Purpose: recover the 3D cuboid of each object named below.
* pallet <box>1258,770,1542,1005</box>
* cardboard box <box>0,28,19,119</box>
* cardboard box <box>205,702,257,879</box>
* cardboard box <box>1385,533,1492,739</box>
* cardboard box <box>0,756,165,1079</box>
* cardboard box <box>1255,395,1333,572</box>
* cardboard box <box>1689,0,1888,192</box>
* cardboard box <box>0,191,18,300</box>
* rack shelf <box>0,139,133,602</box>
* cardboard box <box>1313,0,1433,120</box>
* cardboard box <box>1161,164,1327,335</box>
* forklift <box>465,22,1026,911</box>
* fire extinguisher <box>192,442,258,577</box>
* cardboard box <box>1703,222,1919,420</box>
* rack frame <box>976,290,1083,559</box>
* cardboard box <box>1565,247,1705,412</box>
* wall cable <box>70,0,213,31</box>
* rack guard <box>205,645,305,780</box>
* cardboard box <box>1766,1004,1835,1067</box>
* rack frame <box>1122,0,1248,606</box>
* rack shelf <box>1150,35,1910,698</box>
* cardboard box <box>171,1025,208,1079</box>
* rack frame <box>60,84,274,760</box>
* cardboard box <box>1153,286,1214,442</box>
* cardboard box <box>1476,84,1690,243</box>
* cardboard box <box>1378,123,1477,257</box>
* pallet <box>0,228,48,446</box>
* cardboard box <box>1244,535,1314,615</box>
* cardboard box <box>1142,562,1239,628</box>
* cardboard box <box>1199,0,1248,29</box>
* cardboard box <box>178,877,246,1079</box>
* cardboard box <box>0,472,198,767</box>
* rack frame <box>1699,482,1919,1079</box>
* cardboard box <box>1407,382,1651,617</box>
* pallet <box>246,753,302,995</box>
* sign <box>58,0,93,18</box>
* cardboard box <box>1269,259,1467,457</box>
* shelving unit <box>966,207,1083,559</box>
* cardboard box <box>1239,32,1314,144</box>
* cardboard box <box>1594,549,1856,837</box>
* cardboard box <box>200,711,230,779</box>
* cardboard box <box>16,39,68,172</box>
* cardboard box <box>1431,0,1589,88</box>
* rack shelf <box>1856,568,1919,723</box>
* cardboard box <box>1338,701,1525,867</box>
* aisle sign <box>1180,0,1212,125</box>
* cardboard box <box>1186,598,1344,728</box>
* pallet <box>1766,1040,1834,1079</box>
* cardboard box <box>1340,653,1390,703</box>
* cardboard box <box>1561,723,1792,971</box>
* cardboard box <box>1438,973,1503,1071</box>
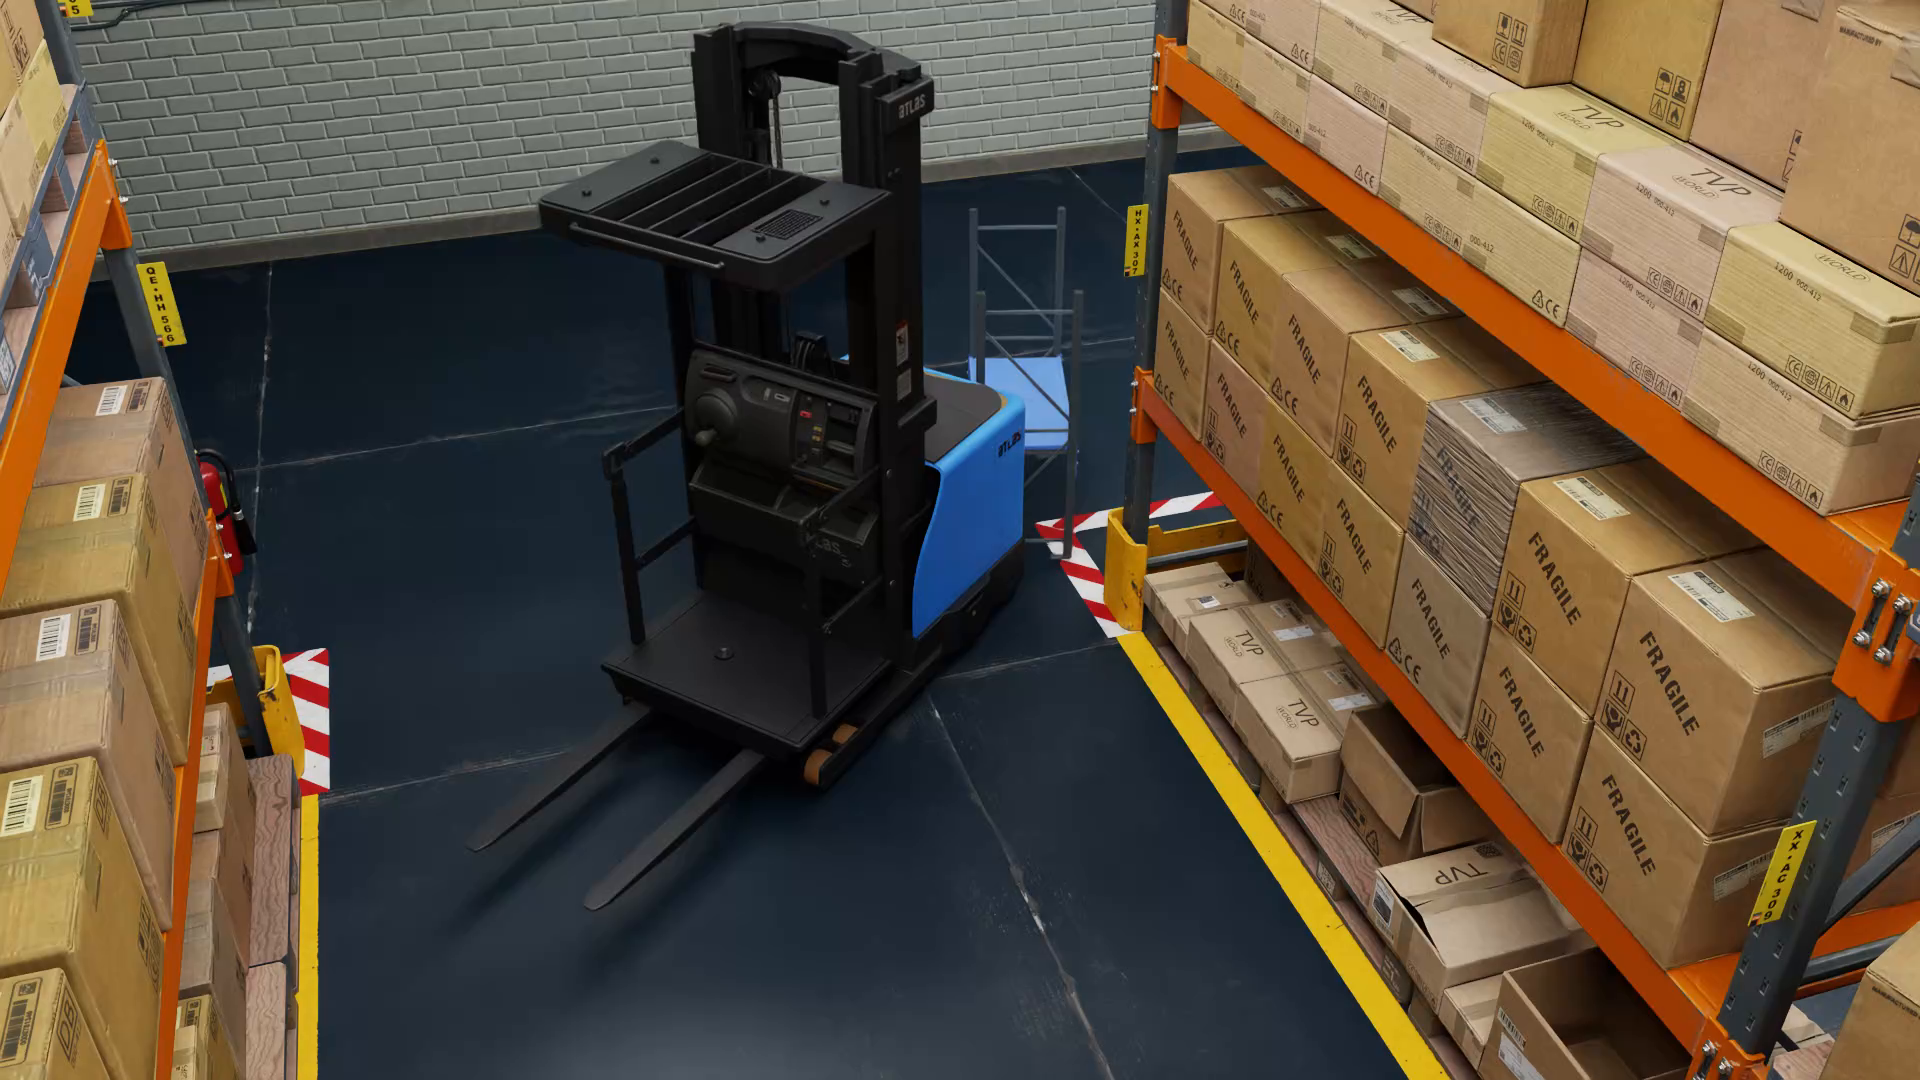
[{"bbox_3d":[1.919,1.236,6.689,1.003,0.211,1.213,-10,35,-15],"label":"pallet"},{"bbox_3d":[-2.808,-1.306,4.269,0.500,0.500,0.500,-9,35,-13],"label":"cardboard box"},{"bbox_3d":[-3.125,1.028,6.360,0.700,0.500,0.500,-10,35,-15],"label":"cardboard box"},{"bbox_3d":[1.789,0.274,5.524,0.500,0.500,0.500,-9,35,-14],"label":"cardboard box"},{"bbox_3d":[-2.581,1.113,4.073,0.980,0.700,0.700,-11,35,-16],"label":"cardboard box"},{"bbox_3d":[1.480,-0.256,6.326,0.500,0.500,0.500,-10,35,-15],"label":"cardboard box"},{"bbox_3d":[2.301,-1.171,4.083,0.700,0.500,0.500,-10,35,-15],"label":"cardboard box"},{"bbox_3d":[-2.634,-0.711,4.049,0.500,0.250,0.500,-11,35,-16],"label":"cardboard box"},{"bbox_3d":[-2.823,-0.092,4.100,1.077,0.370,4.000,-10,35,-15],"label":"rack shelf"},{"bbox_3d":[1.496,-1.584,5.389,0.500,0.250,0.500,-10,35,-15],"label":"cardboard box"},{"bbox_3d":[1.167,-1.207,6.858,0.500,0.500,0.500,-9,35,-13],"label":"cardboard box"},{"bbox_3d":[-0.872,-0.452,6.776,1.130,2.935,3.031,19,38,26],"label":"forklift"},{"bbox_3d":[-3.040,-0.159,6.679,0.296,0.674,0.183,-10,35,-15],"label":"fire extinguisher"},{"bbox_3d":[2.096,-0.532,3.797,0.500,0.250,0.500,-10,35,-15],"label":"cardboard box"},{"bbox_3d":[0.327,-0.535,8.199,0.500,1.500,0.032,-1,33,-1],"label":"rack frame"},{"bbox_3d":[1.959,-0.589,4.336,0.500,0.250,0.500,-10,35,-15],"label":"cardboard box"},{"bbox_3d":[-4.818,-4.428,10.104,3.097,2.526,0.112,-10,35,-15],"label":"wall cable"},{"bbox_3d":[-3.441,0.840,7.026,1.175,0.500,0.348,-10,35,-15],"label":"rack guard"},{"bbox_3d":[2.581,1.756,5.411,0.500,0.311,0.500,-10,35,-15],"label":"cardboard box"},{"bbox_3d":[1.283,-1.025,7.581,1.000,3.000,0.127,-10,35,-15],"label":"rack frame"},{"bbox_3d":[1.893,-0.927,5.363,1.077,0.370,4.000,-10,35,-15],"label":"rack shelf"},{"bbox_3d":[-2.434,1.612,4.887,0.380,0.149,0.250,-11,35,-16],"label":"cardboard box"},{"bbox_3d":[-3.433,-0.190,6.317,1.000,3.000,0.127,-10,35,-15],"label":"rack frame"},{"bbox_3d":[1.167,-0.790,7.134,0.500,0.500,0.500,-9,35,-14],"label":"cardboard box"},{"bbox_3d":[1.797,-1.058,4.593,0.500,0.250,0.500,-10,35,-15],"label":"cardboard box"},{"bbox_3d":[1.651,-1.114,5.130,0.500,0.250,0.500,-10,35,-15],"label":"cardboard box"},{"bbox_3d":[-2.821,-0.376,3.957,1.003,0.211,1.213,-10,35,-15],"label":"pallet"},{"bbox_3d":[1.684,0.078,7.780,0.500,0.500,0.500,-10,35,-15],"label":"cardboard box"},{"bbox_3d":[1.084,0.258,7.826,0.380,0.149,0.250,-10,35,-15],"label":"cardboard box"},{"bbox_3d":[1.192,-2.109,6.183,0.500,0.250,0.500,-10,35,-15],"label":"cardboard box"},{"bbox_3d":[-2.818,1.555,5.563,0.700,0.500,0.500,-11,35,-16],"label":"cardboard box"},{"bbox_3d":[-3.036,0.331,5.257,0.980,0.700,0.700,-10,35,-15],"label":"cardboard box"},{"bbox_3d":[2.503,1.075,4.403,1.000,3.000,0.127,-10,35,-15],"label":"rack frame"},{"bbox_3d":[1.790,-0.139,5.242,0.500,0.500,0.500,-10,35,-14],"label":"cardboard box"},{"bbox_3d":[-3.115,1.380,6.471,1.003,0.211,1.213,-10,35,-15],"label":"pallet"},{"bbox_3d":[-2.912,-1.862,5.395,0.100,0.325,0.005,-10,35,-15],"label":"sign"},{"bbox_3d":[1.482,-0.670,6.046,0.500,0.500,0.500,-10,35,-14],"label":"cardboard box"},{"bbox_3d":[0.313,-0.815,8.623,0.538,1.500,1.048,-1,33,-1],"label":"shelving unit"},{"bbox_3d":[1.338,-1.637,5.922,0.500,0.250,0.500,-10,35,-15],"label":"cardboard box"},{"bbox_3d":[2.103,0.394,4.436,0.500,0.500,0.500,-10,35,-14],"label":"cardboard box"},{"bbox_3d":[-2.912,0.794,6.126,0.380,0.149,0.250,-10,35,-15],"label":"cardboard box"},{"bbox_3d":[-2.957,-1.256,4.874,0.500,0.250,0.500,-9,35,-13],"label":"cardboard box"},{"bbox_3d":[1.845,-1.669,4.837,0.700,0.500,0.500,-10,35,-15],"label":"cardboard box"},{"bbox_3d":[3.113,1.173,2.185,1.077,0.370,4.000,-10,35,-15],"label":"rack shelf"},{"bbox_3d":[1.925,0.947,6.461,0.797,0.503,0.637,-10,35,-15],"label":"cardboard box"},{"bbox_3d":[0.983,-2.097,6.844,0.394,0.787,0.004,-10,35,-15],"label":"aisle sign"},{"bbox_3d":[1.331,0.534,7.316,0.500,0.250,0.500,-10,35,-15],"label":"cardboard box"},{"bbox_3d":[2.643,1.593,3.793,1.003,0.211,1.213,-10,35,-15],"label":"pallet"},{"bbox_3d":[1.945,0.686,7.086,0.500,0.250,0.500,-10,35,-15],"label":"cardboard box"},{"bbox_3d":[2.106,0.814,4.707,0.500,0.500,0.500,-9,35,-14],"label":"cardboard box"},{"bbox_3d":[1.888,1.642,5.731,0.380,0.149,0.250,-10,35,-15],"label":"cardboard box"}]
